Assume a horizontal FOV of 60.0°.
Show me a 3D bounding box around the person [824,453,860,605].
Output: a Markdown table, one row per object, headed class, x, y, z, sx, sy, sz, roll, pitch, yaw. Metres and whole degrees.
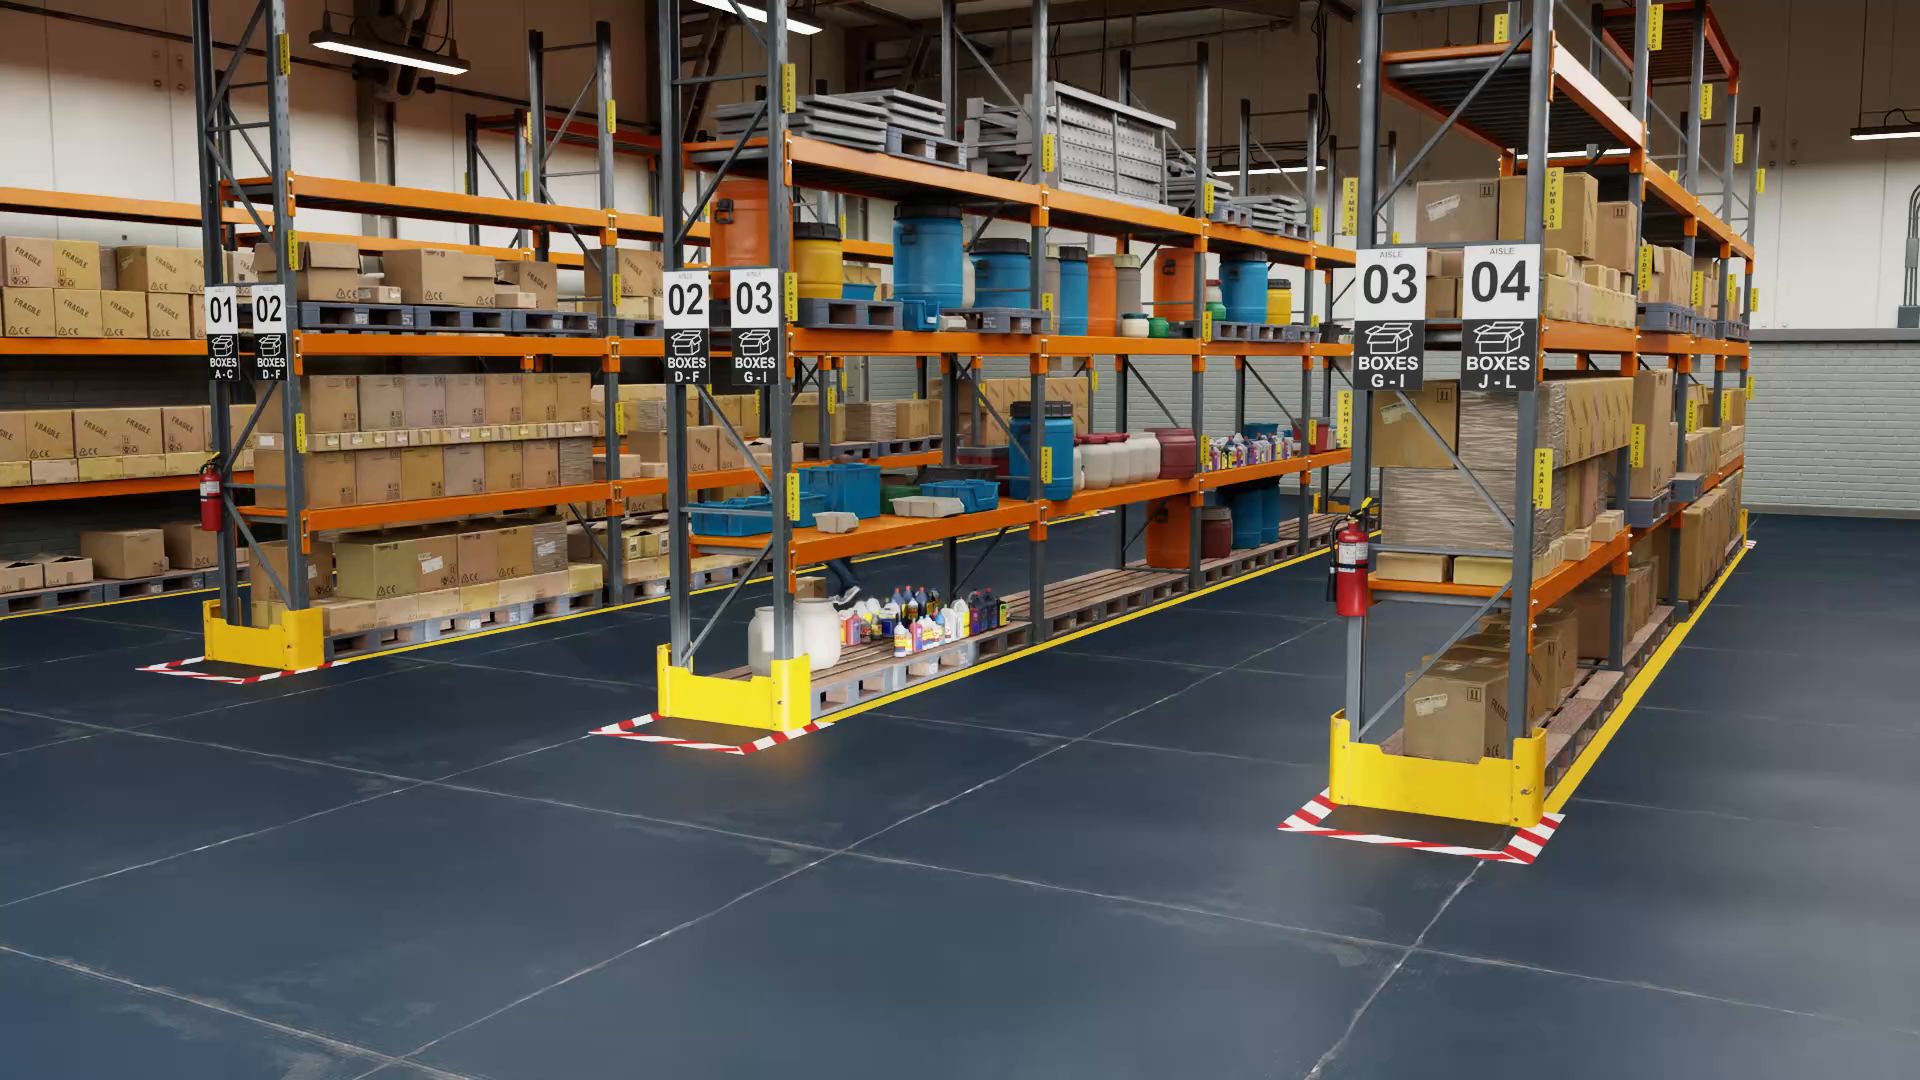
| class | x | y | z | sx | sy | sz | roll | pitch | yaw |
| --- | --- | --- | --- | --- | --- | --- | --- | --- | --- |
| person | -1.213 | -0.113 | 17.501 | 0.481 | 1.598 | 0.438 | 3 | 7 | 22 |
